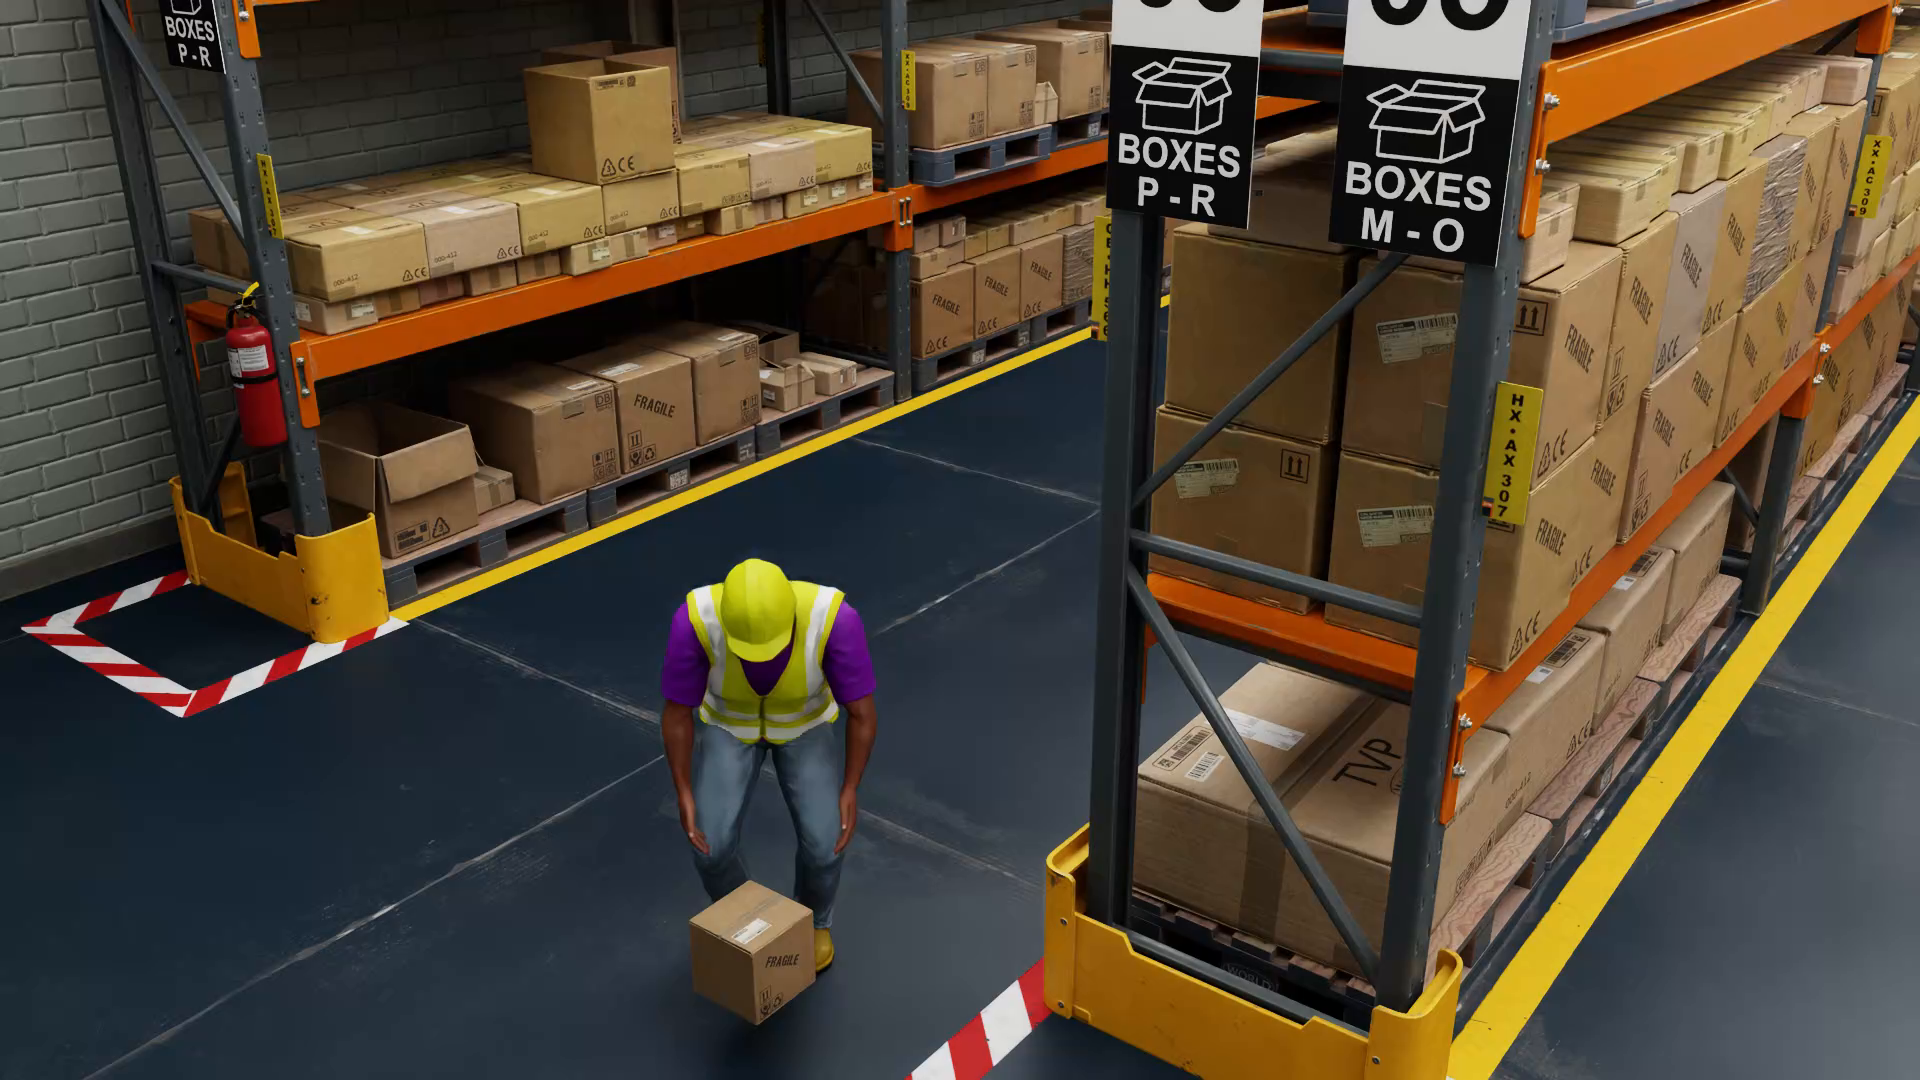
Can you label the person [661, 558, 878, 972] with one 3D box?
[{"bbox_3d":[-0.554,0.633,4.988,0.630,1.462,0.727,0,23,0],"label":"person"}]
